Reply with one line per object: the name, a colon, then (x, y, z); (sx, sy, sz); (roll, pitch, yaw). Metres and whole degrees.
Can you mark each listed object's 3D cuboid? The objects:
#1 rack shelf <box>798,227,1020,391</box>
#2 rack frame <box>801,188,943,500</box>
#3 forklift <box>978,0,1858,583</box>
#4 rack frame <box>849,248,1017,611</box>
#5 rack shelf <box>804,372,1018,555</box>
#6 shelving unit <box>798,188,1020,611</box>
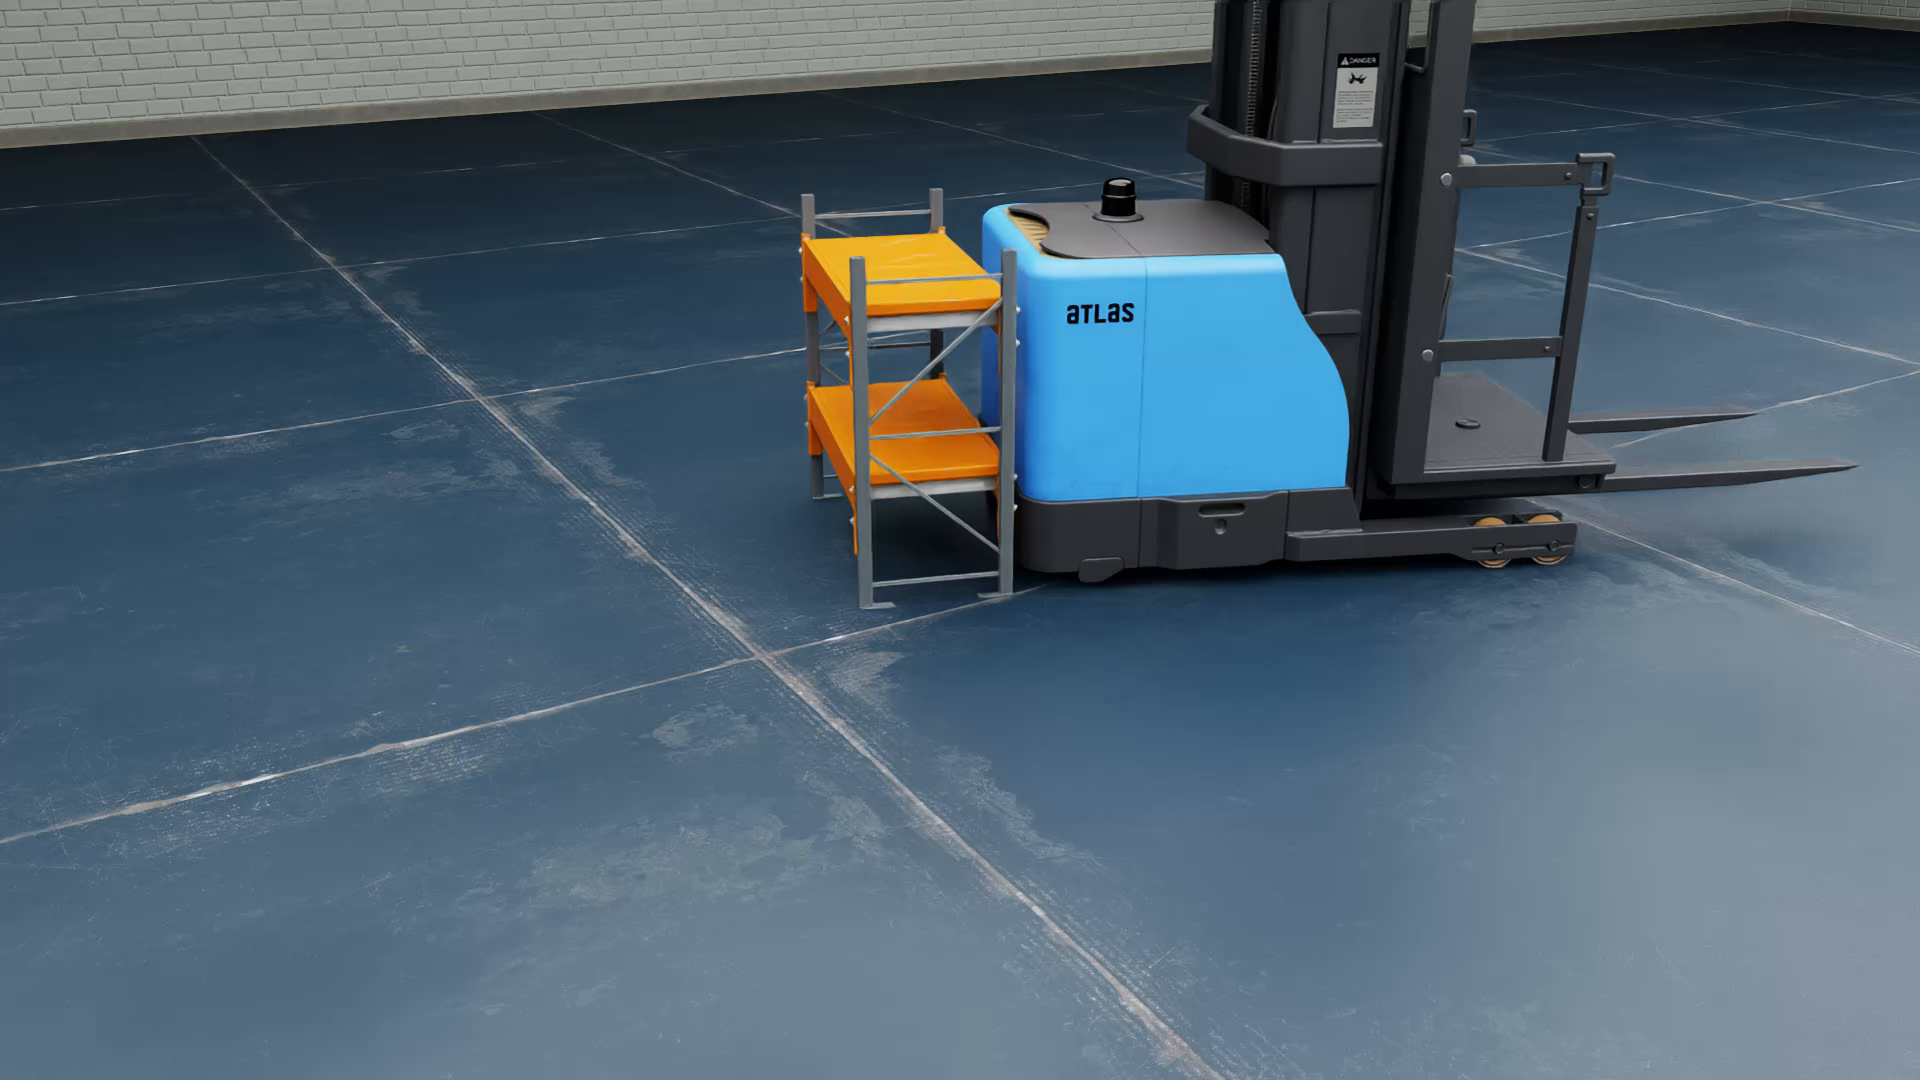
rack shelf: (-0.192, -0.782, 5.464); (0.538, 0.278, 1.000); (-5, 23, -12)
rack frame: (-0.307, -0.697, 6.033); (0.500, 1.125, 0.032); (-5, 23, -12)
forklift: (1.626, -1.457, 5.503); (3.031, 2.935, 1.130); (-3, 22, -8)
rack frame: (-0.077, -0.324, 5.116); (0.500, 1.125, 0.032); (-5, 23, -12)
rack shelf: (-0.192, -0.284, 5.667); (0.538, 0.278, 1.000); (-5, 23, -12)
shelving unit: (-0.192, -0.511, 5.575); (0.538, 1.125, 1.048); (-5, 23, -12)
